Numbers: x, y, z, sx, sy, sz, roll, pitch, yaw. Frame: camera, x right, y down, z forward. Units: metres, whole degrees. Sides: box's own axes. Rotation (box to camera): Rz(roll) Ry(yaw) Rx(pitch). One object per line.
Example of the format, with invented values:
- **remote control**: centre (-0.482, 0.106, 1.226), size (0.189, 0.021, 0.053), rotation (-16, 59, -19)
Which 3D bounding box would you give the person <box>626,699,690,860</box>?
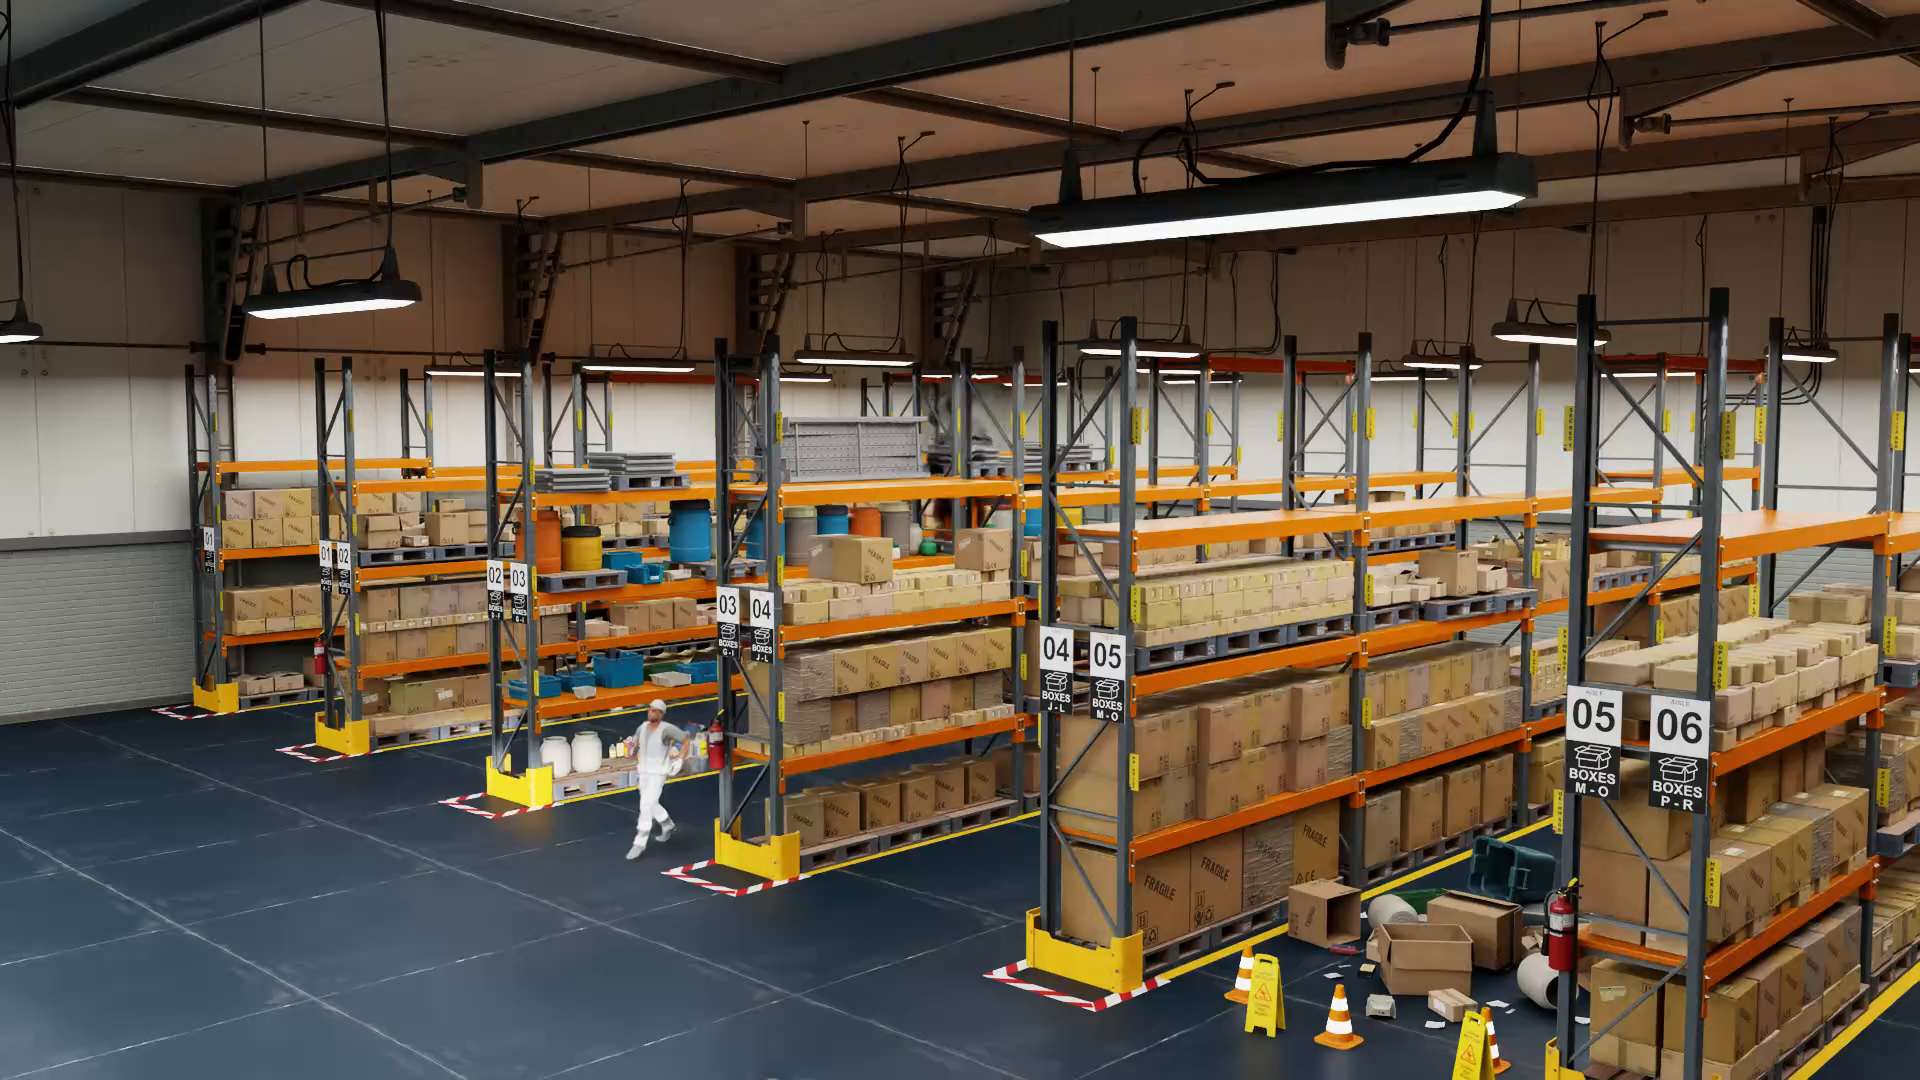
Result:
- **person**: centre (-3.629, 2.764, 19.511), size (0.723, 1.787, 0.917), rotation (3, 5, 32)
